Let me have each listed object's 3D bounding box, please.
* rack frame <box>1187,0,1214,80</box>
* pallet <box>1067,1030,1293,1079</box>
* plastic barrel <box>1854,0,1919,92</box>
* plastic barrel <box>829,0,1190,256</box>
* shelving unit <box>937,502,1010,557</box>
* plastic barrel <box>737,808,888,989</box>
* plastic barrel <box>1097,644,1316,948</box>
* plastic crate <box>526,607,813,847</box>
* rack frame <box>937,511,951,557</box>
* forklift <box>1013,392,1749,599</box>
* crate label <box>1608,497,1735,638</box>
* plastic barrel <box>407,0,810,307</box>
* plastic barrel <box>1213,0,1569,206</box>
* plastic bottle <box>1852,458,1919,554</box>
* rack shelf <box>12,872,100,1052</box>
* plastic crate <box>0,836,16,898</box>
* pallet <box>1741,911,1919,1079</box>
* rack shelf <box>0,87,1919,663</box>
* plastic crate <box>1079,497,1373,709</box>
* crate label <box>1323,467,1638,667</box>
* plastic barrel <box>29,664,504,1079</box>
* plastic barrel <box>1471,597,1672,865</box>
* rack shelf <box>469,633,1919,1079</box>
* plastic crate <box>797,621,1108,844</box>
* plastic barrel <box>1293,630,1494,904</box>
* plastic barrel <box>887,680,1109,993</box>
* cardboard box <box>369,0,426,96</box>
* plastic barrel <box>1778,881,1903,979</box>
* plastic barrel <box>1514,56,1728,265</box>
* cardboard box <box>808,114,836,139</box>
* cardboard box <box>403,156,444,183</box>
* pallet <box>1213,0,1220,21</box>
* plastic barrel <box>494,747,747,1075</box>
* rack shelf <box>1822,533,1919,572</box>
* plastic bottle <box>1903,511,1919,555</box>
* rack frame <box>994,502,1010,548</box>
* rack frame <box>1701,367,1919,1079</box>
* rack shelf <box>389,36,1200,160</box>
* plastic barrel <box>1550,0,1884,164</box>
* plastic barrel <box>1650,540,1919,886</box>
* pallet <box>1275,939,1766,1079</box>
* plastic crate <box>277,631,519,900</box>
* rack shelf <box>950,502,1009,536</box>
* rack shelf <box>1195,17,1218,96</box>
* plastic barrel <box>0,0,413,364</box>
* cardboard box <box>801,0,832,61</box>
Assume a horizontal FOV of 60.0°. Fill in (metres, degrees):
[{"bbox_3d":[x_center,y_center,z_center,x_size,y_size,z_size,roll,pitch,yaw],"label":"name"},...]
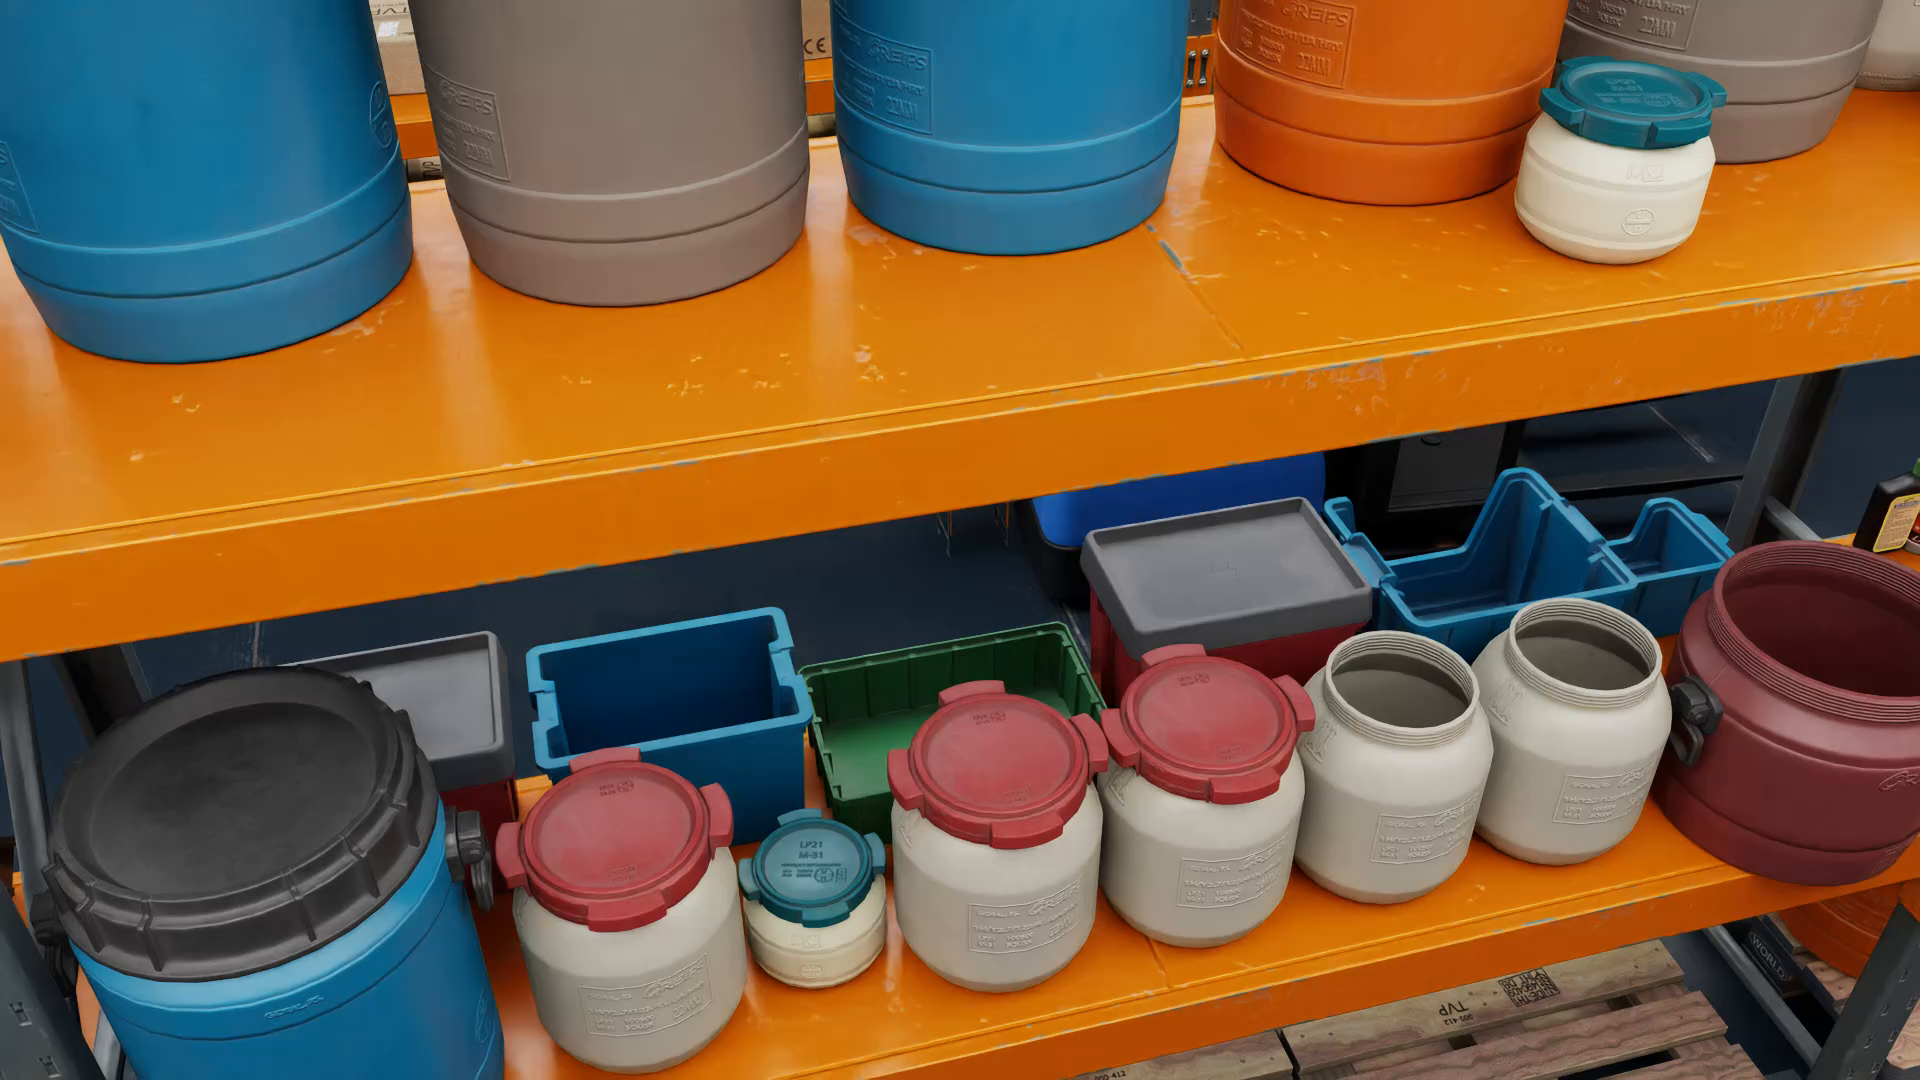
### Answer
[{"bbox_3d":[0.959,-2.729,7.848,0.127,3.000,1.000,-9,38,-12],"label":"rack frame"},{"bbox_3d":[0.313,1.576,4.516,1.213,0.211,1.003,-9,38,-12],"label":"pallet"},{"bbox_3d":[1.867,-1.189,3.275,0.421,0.512,0.421,0,37,0],"label":"plastic barrel"},{"bbox_3d":[0.082,-0.995,2.700,0.708,0.901,0.600,-9,38,-12],"label":"plastic barrel"},{"bbox_3d":[0.052,-0.425,6.442,0.252,1.050,0.215,-9,38,-12],"label":"shelving unit"},{"bbox_3d":[-0.297,0.746,3.420,0.301,0.262,0.301,0,37,0],"label":"plastic barrel"},{"bbox_3d":[0.492,0.549,3.451,0.433,0.535,0.433,0,37,0],"label":"plastic barrel"},{"bbox_3d":[-0.631,0.460,3.693,0.575,0.384,0.392,-9,38,-12],"label":"plastic crate"},{"bbox_3d":[-0.066,-0.406,6.417,0.008,1.050,0.200,-9,38,-12],"label":"rack frame"},{"bbox_3d":[1.735,-1.328,6.073,3.031,2.935,1.130,-5,38,-7],"label":"forklift"},{"bbox_3d":[1.742,0.091,4.300,0.416,0.233,0.303,-9,38,-12],"label":"crate label"},{"bbox_3d":[-0.549,-0.891,2.565,0.600,0.901,0.600,0,37,0],"label":"plastic barrel"},{"bbox_3d":[0.766,-1.078,2.868,0.708,0.830,0.600,-9,38,-12],"label":"plastic barrel"},{"bbox_3d":[2.526,-0.091,4.496,0.133,0.283,0.061,-9,38,-12],"label":"plastic bottle"},{"bbox_3d":[-3.546,1.413,3.026,4.000,0.370,1.077,-9,38,-12],"label":"rack shelf"},{"bbox_3d":[-2.154,0.844,3.229,0.504,0.338,0.767,-9,38,-12],"label":"plastic crate"},{"bbox_3d":[2.997,1.136,5.092,1.213,0.211,1.003,-9,38,-12],"label":"pallet"},{"bbox_3d":[0.316,-0.412,2.942,4.000,0.370,1.077,-9,38,-12],"label":"rack shelf"},{"bbox_3d":[0.607,0.228,3.930,0.583,0.464,0.402,-9,38,-12],"label":"plastic crate"},{"bbox_3d":[1.217,0.162,4.040,0.616,0.435,0.502,-9,38,-12],"label":"crate label"},{"bbox_3d":[-1.163,0.728,2.916,0.708,0.901,0.600,-9,38,-12],"label":"plastic barrel"},{"bbox_3d":[1.309,0.421,3.639,0.421,0.512,0.421,0,37,0],"label":"plastic barrel"},{"bbox_3d":[0.316,0.780,3.854,4.000,0.370,1.077,-9,38,-12],"label":"rack shelf"},{"bbox_3d":[-0.007,0.454,3.863,0.662,0.188,0.450,-9,38,-12],"label":"plastic crate"},{"bbox_3d":[0.902,0.488,3.551,0.421,0.512,0.421,0,37,0],"label":"plastic barrel"},{"bbox_3d":[0.074,0.618,3.362,0.433,0.535,0.433,0,37,0],"label":"plastic barrel"},{"bbox_3d":[-2.439,-2.139,7.201,0.500,0.250,0.500,-7,38,-9],"label":"cardboard box"},{"bbox_3d":[2.714,0.785,4.696,0.708,0.830,0.600,-9,38,-12],"label":"plastic barrel"},{"bbox_3d":[1.080,-0.621,2.738,0.301,0.262,0.301,0,37,0],"label":"plastic barrel"},{"bbox_3d":[-0.621,-1.948,8.283,0.500,0.311,0.500,-10,39,-13],"label":"cardboard box"},{"bbox_3d":[-2.587,-1.625,7.861,0.500,0.311,0.500,-9,38,-12],"label":"cardboard box"},{"bbox_3d":[1.595,-2.801,8.101,1.003,0.211,1.213,-9,38,-12],"label":"pallet"},{"bbox_3d":[-0.634,0.734,3.210,0.433,0.535,0.433,0,37,0],"label":"plastic barrel"},{"bbox_3d":[4.177,0.146,4.682,4.000,0.370,1.077,-9,38,-12],"label":"rack shelf"},{"bbox_3d":[2.642,-0.066,4.531,0.097,0.201,0.097,0,37,0],"label":"plastic bottle"},{"bbox_3d":[0.169,-0.445,6.467,0.008,1.050,0.200,-9,38,-12],"label":"rack frame"},{"bbox_3d":[2.247,0.177,4.049,0.127,3.000,1.000,-9,38,-12],"label":"rack frame"},{"bbox_3d":[-0.972,-2.126,7.653,4.000,0.370,1.077,-9,38,-12],"label":"rack shelf"},{"bbox_3d":[1.397,-1.210,2.982,0.600,0.901,0.600,0,37,0],"label":"plastic barrel"},{"bbox_3d":[1.878,0.374,3.680,0.708,0.536,0.600,-9,38,-12],"label":"plastic barrel"},{"bbox_3d":[1.489,1.385,4.766,1.213,0.211,1.003,-9,38,-12],"label":"pallet"},{"bbox_3d":[-1.227,0.529,3.537,0.583,0.464,0.402,-9,38,-12],"label":"plastic crate"},{"bbox_3d":[0.052,-0.196,6.617,0.240,0.259,0.215,-9,38,-12],"label":"rack shelf"},{"bbox_3d":[2.890,-2.760,8.481,4.000,0.370,1.077,-9,38,-12],"label":"rack shelf"},{"bbox_3d":[-1.181,-0.787,2.429,0.708,0.901,0.600,-9,38,-12],"label":"plastic barrel"},{"bbox_3d":[-0.657,-2.493,7.458,0.500,0.500,0.500,-11,39,-14],"label":"cardboard box"}]
